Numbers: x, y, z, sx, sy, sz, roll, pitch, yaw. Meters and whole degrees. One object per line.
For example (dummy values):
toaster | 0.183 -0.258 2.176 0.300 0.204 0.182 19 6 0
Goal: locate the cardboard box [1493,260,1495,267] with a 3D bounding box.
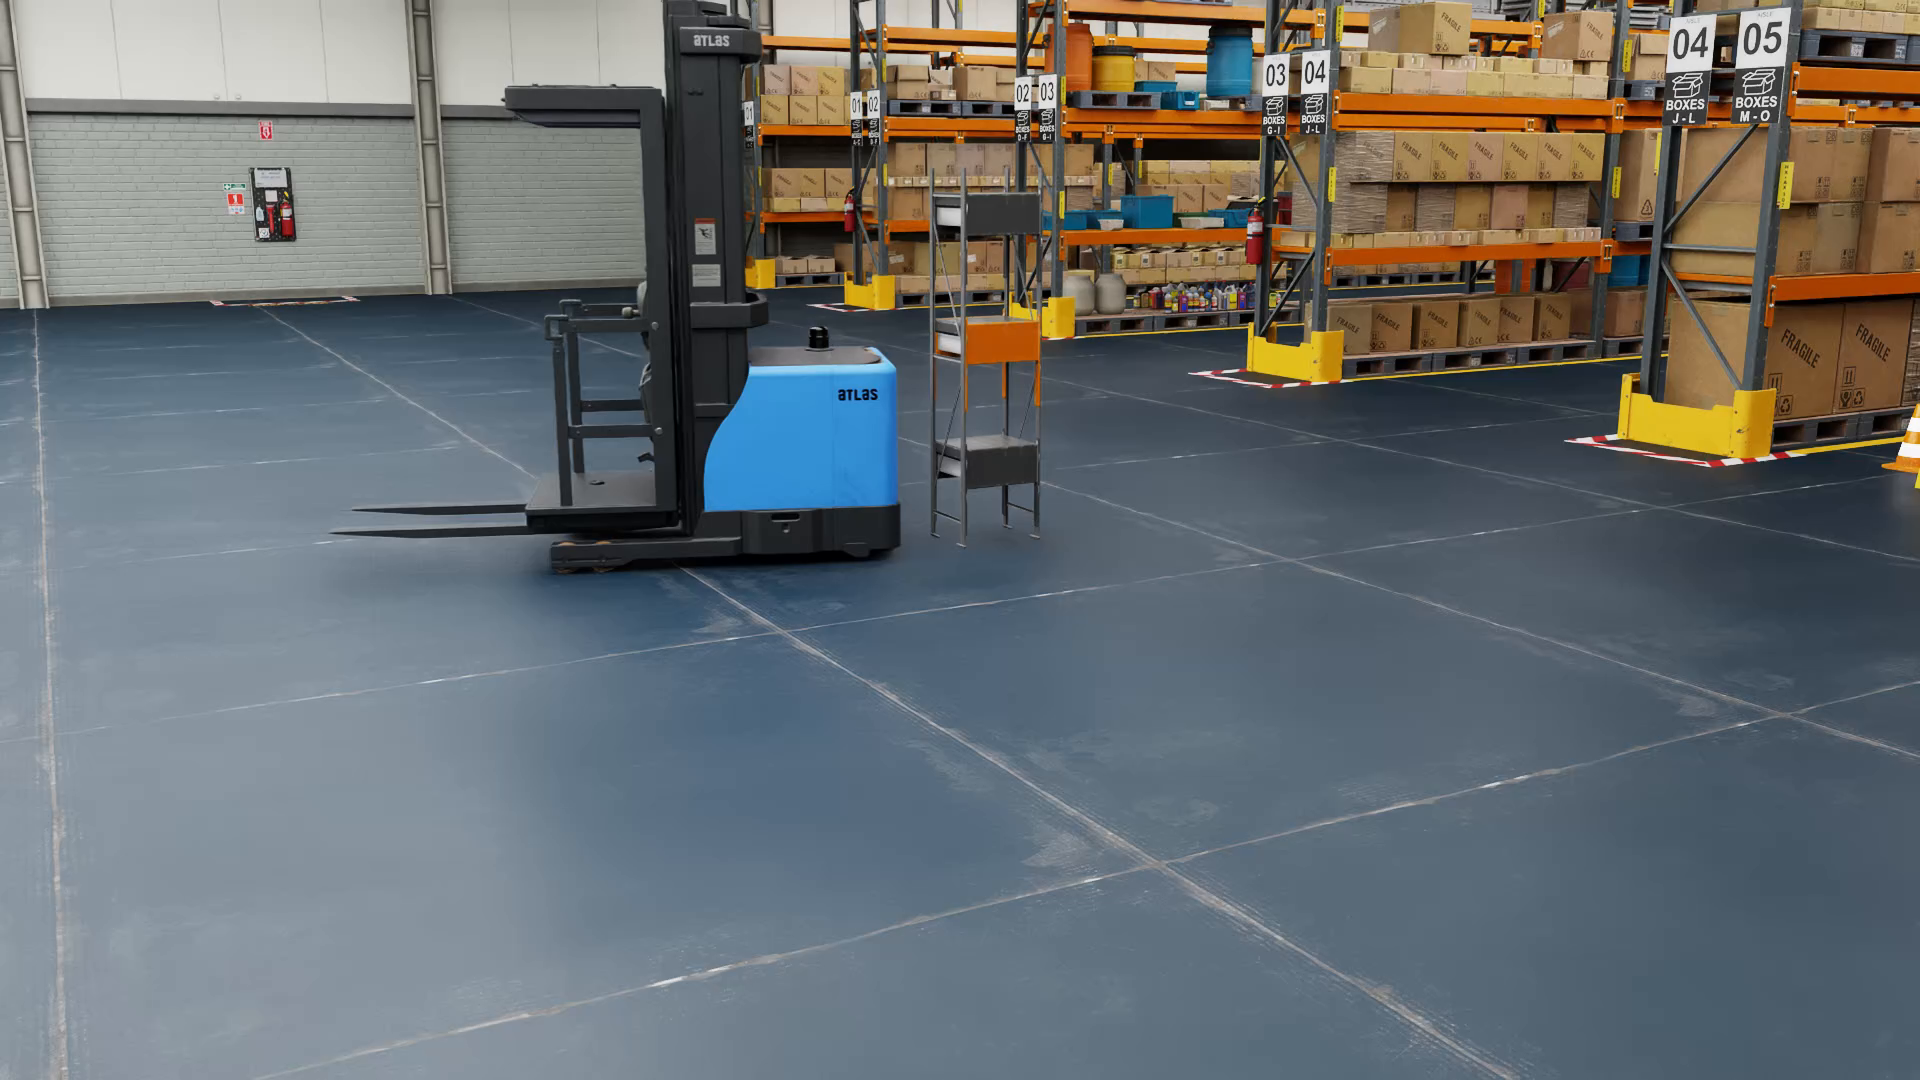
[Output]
cardboard box | 10.183 -5.425 32.004 0.500 0.311 0.500 -7 14 -28

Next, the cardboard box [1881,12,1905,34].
cardboard box | 6.779 -3.839 12.391 0.250 0.149 0.380 -7 14 -27

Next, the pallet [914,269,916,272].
pallet | -0.810 -5.003 31.360 1.213 0.211 1.003 -7 14 -28

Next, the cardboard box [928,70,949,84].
cardboard box | -0.548 -8.346 30.479 0.500 0.500 0.500 -8 15 -33

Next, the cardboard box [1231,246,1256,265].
cardboard box | 4.855 -4.886 28.518 0.500 0.311 0.500 -7 14 -29

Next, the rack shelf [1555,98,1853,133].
rack shelf | 8.638 -4.900 19.358 4.000 0.370 1.077 -7 14 -28

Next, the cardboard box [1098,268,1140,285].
cardboard box | 2.612 -4.345 27.390 0.500 0.250 0.500 -7 15 -29

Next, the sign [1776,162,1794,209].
sign | 5.920 -2.543 11.927 0.005 0.325 0.100 -7 14 -28

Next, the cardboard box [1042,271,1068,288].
cardboard box | 1.393 -4.209 26.784 0.500 0.250 0.500 -7 14 -28

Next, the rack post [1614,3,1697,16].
rack post | 10.776 -8.181 25.637 0.954 0.300 0.937 -7 15 -29

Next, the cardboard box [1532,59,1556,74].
cardboard box | 6.048 -4.985 17.528 0.250 0.149 0.380 -7 15 -30

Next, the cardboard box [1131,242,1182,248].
cardboard box | 3.981 -6.070 33.689 0.750 0.750 0.750 -7 14 -29

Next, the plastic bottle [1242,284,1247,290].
plastic bottle | 4.019 -3.466 23.392 0.097 0.271 0.097 0 13 0

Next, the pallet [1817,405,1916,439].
pallet | 7.393 -1.056 13.822 1.213 0.211 1.003 -7 14 -28

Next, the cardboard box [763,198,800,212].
cardboard box | -3.168 -5.947 29.499 0.500 0.250 0.500 -7 15 -29

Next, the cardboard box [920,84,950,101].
cardboard box | -0.488 -6.901 25.678 0.500 0.250 0.500 -7 14 -28

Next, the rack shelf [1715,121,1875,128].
rack shelf | 13.286 -6.696 27.339 4.000 0.370 1.077 -7 14 -28

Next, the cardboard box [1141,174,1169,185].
cardboard box | 3.822 -7.067 33.230 0.500 0.500 0.500 -6 14 -26

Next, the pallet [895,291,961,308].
pallet | -0.721 -3.794 25.987 1.213 0.211 1.003 -7 14 -28

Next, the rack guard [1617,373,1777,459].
rack guard | 5.638 -0.968 12.772 0.348 0.500 1.175 -7 14 -28

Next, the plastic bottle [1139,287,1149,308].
plastic bottle | 2.494 -3.294 22.599 0.133 0.283 0.061 -6 14 -26

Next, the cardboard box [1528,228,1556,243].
cardboard box | 6.196 -3.289 17.962 0.250 0.149 0.380 -7 14 -28

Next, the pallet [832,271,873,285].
pallet | -1.883 -4.874 30.786 1.213 0.211 1.003 -7 14 -28

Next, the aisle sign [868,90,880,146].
aisle sign | -1.283 -6.268 24.709 0.004 0.787 0.394 -7 14 -28

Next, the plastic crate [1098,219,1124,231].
plastic crate | 1.938 -4.015 21.216 0.250 0.136 0.298 -7 14 -28

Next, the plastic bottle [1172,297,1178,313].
plastic bottle | 2.830 -3.102 21.933 0.097 0.201 0.097 0 13 0

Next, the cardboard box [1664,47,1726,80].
cardboard box | 8.169 -5.426 18.862 0.637 0.503 0.797 -6 14 -26

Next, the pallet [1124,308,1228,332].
pallet | 2.827 -2.980 22.368 1.213 0.211 1.003 -7 14 -28

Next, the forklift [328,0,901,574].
forklift | -1.890 -1.376 9.048 3.031 2.935 1.130 -2 13 -9

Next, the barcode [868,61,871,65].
barcode | -1.664 -8.768 30.578 0.075 0.075 0.001 -7 14 -28

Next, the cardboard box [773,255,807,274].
cardboard box | -3.098 -4.979 30.021 0.500 0.311 0.500 -9 15 -34

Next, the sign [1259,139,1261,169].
sign | 3.123 -3.985 17.126 0.005 0.325 0.100 -7 14 -28

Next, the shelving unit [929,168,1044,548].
shelving unit | 0.145 -1.042 9.456 0.503 2.100 0.431 -7 14 -28

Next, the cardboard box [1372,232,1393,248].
cardboard box | 4.191 -3.064 16.964 0.250 0.149 0.380 -7 14 -28

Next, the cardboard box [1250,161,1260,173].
cardboard box | 6.043 -7.702 34.341 0.500 0.250 0.500 -6 14 -27

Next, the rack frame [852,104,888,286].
rack frame | -1.372 -5.066 25.288 0.127 3.000 1.000 -7 14 -28

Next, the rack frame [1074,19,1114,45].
rack frame | 2.139 -8.414 26.499 0.127 3.000 1.000 -7 14 -28

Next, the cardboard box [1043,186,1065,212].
cardboard box | 1.293 -5.431 26.682 0.500 0.500 0.700 -7 14 -28

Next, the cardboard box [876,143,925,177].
cardboard box | -0.910 -5.800 25.367 0.500 0.500 0.700 -7 14 -28

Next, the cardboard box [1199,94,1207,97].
cardboard box | 3.846 -7.271 27.640 0.500 0.250 0.500 -8 15 -33

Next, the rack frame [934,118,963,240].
rack frame | -0.238 -6.441 31.398 0.127 3.000 1.000 -7 14 -28

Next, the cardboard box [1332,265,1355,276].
cardboard box | 6.643 -4.952 29.471 0.500 0.500 0.500 -7 15 -30

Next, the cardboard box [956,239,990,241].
cardboard box | 0.266 -4.569 26.680 0.500 0.500 0.500 -7 14 -28

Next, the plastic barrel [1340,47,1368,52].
plastic barrel | 5.425 -6.404 23.259 0.600 0.901 0.600 0 13 0

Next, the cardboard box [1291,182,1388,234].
cardboard box | 3.867 -3.403 16.993 0.500 0.500 0.875 -7 14 -28

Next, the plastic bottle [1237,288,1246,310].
plastic bottle | 3.790 -3.253 22.415 0.133 0.283 0.061 -6 14 -24

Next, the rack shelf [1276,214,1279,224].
rack shelf | 3.894 -5.346 28.172 4.000 0.370 1.077 -7 14 -28

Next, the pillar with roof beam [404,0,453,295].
pillar with roof beam | -6.753 -7.727 23.446 0.400 9.000 9.100 -7 14 -28

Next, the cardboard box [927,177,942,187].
cardboard box | -0.474 -5.485 25.446 0.250 0.149 0.380 -7 14 -28

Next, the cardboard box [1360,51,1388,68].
cardboard box | 3.998 -4.734 16.416 0.250 0.149 0.380 -6 14 -27

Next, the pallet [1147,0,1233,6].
pallet | 2.727 -6.950 21.337 1.213 0.211 1.003 -7 14 -28

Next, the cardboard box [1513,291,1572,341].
cardboard box | 6.512 -2.528 18.749 0.500 0.500 0.500 -7 15 -30

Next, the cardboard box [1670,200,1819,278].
cardboard box | 5.963 -2.311 12.704 0.550 0.550 0.875 -7 14 -28

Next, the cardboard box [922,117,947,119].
cardboard box | -0.565 -7.862 30.606 0.500 0.500 0.500 -6 14 -26

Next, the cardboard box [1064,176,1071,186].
cardboard box | 1.556 -5.729 26.527 0.250 0.149 0.380 -7 15 -30

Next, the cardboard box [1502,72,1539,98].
cardboard box | 5.699 -4.762 17.446 0.500 0.250 0.500 -7 14 -28
